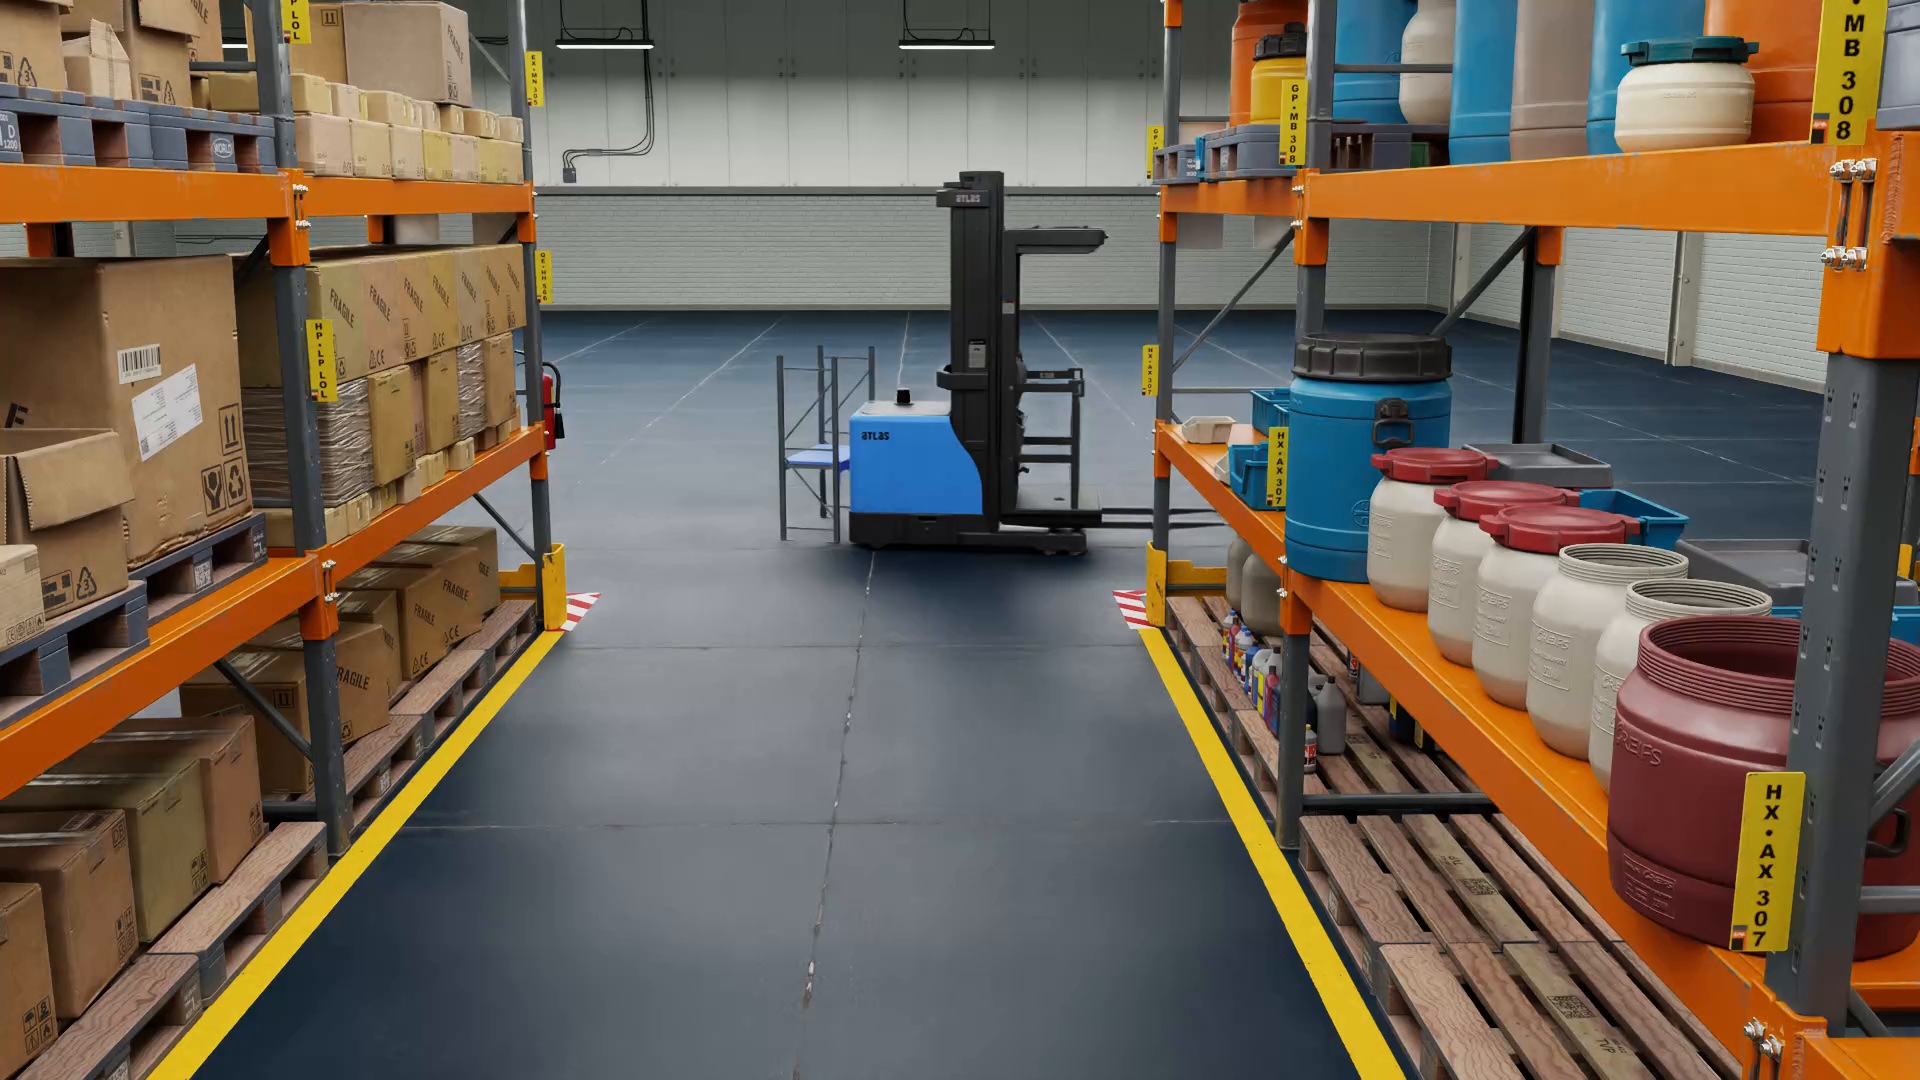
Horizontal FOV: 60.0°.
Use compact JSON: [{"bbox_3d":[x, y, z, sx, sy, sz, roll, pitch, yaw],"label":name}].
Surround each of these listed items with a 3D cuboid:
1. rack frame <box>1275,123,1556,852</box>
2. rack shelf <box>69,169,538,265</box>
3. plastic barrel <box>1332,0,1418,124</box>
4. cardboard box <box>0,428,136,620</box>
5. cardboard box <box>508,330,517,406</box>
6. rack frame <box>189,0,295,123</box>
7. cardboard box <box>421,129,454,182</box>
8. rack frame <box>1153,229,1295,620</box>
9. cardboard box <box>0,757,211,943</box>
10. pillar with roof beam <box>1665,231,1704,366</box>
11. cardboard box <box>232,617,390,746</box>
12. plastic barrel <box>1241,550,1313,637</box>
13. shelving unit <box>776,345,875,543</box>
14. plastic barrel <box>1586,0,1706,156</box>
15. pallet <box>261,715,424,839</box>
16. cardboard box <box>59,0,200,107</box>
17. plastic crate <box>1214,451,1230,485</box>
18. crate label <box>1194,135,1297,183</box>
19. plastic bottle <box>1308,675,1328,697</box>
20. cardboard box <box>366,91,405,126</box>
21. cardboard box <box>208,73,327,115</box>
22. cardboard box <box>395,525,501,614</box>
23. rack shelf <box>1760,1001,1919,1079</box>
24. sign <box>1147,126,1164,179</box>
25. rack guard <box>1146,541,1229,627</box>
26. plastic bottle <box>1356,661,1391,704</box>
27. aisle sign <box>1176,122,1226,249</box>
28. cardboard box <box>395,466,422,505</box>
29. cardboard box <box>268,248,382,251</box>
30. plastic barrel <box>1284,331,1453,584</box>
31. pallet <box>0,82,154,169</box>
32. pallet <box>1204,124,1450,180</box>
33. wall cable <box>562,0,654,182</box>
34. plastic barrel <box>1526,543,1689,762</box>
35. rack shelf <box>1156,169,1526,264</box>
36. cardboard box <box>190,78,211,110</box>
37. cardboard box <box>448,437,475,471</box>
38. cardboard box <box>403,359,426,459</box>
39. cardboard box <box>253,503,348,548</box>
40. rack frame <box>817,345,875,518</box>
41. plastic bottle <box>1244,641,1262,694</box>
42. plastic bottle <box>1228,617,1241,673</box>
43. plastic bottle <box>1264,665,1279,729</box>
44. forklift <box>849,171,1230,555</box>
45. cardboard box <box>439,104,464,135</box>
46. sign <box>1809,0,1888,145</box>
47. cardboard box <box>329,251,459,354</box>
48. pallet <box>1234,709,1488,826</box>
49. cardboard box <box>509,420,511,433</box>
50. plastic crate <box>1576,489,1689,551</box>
[{"bbox_3d":[1.858,-0.163,6.818,1.000,3.000,0.127,0,11,-1],"label":"rack frame"},{"bbox_3d":[-3.136,-1.658,8.451,1.077,0.370,4.000,0,11,-1],"label":"rack shelf"},{"bbox_3d":[1.944,-2.283,7.406,0.600,0.901,0.708,0,11,-1],"label":"plastic barrel"},{"bbox_3d":[-2.966,-0.055,4.969,0.797,0.503,0.637,1,12,5],"label":"cardboard box"},{"bbox_3d":[-3.193,-1.023,10.058,0.875,0.500,0.500,0,11,-1],"label":"cardboard box"},{"bbox_3d":[-3.094,-3.083,6.121,1.000,3.000,0.127,0,11,-1],"label":"rack frame"},{"bbox_3d":[-2.882,-1.938,8.402,0.500,0.250,0.500,0,11,-2],"label":"cardboard box"},{"bbox_3d":[1.775,-0.958,10.737,1.000,3.000,0.127,0,11,-1],"label":"rack frame"},{"bbox_3d":[-3.112,1.084,5.853,0.700,0.500,0.500,0,11,-2],"label":"cardboard box"},{"bbox_3d":[7.883,-7.364,27.223,9.100,9.000,0.400,0,11,-1],"label":"pillar with roof beam"},{"bbox_3d":[-3.082,0.683,7.878,0.500,0.500,0.500,4,12,17],"label":"cardboard box"},{"bbox_3d":[1.875,0.286,9.808,0.421,0.512,0.421,0,11,0],"label":"plastic barrel"},{"bbox_3d":[-1.095,-0.822,13.839,0.538,1.500,1.048,3,12,14],"label":"shelving unit"},{"bbox_3d":[2.112,-1.518,4.694,0.600,0.901,0.708,0,11,-1],"label":"plastic barrel"},{"bbox_3d":[-3.143,1.091,7.652,1.003,0.211,1.213,0,11,-1],"label":"pallet"},{"bbox_3d":[-3.184,-1.775,5.905,0.797,0.503,0.637,-1,11,-4],"label":"cardboard box"},{"bbox_3d":[1.571,-0.355,8.430,0.530,0.136,0.437,0,11,-1],"label":"plastic crate"},{"bbox_3d":[1.483,-1.982,8.613,0.502,0.251,0.408,0,11,-1],"label":"crate label"},{"bbox_3d":[1.700,0.786,7.886,0.152,0.276,0.135,0,11,-1],"label":"plastic bottle"},{"bbox_3d":[-2.817,-2.009,7.747,0.380,0.149,0.250,0,11,-2],"label":"cardboard box"},{"bbox_3d":[-2.793,-1.800,6.719,0.380,0.149,0.250,-1,11,-3],"label":"cardboard box"},{"bbox_3d":[-3.181,0.206,10.232,0.500,0.500,0.500,2,12,9],"label":"cardboard box"},{"bbox_3d":[1.982,1.382,1.011,1.077,0.370,4.000,0,11,-1],"label":"rack shelf"},{"bbox_3d":[1.225,-2.431,10.431,0.100,0.325,0.005,0,11,-1],"label":"sign"},{"bbox_3d":[1.824,0.282,10.912,1.175,0.500,0.348,0,11,-1],"label":"rack guard"},{"bbox_3d":[2.096,0.678,8.418,0.152,0.276,0.135,0,11,-1],"label":"plastic bottle"},{"bbox_3d":[1.481,-2.245,10.543,0.394,0.787,0.004,0,11,-1],"label":"aisle sign"},{"bbox_3d":[-2.802,-0.262,7.940,0.380,0.149,0.250,0,11,-1],"label":"cardboard box"},{"bbox_3d":[-3.423,-1.313,8.974,0.500,0.500,0.500,0,11,-1],"label":"cardboard box"},{"bbox_3d":[1.563,-0.331,6.383,0.600,0.901,0.708,0,11,-1],"label":"plastic barrel"},{"bbox_3d":[-3.163,-1.191,4.815,1.213,0.211,1.003,0,11,-1],"label":"pallet"},{"bbox_3d":[1.745,-1.683,7.244,1.213,0.211,1.003,0,11,-1],"label":"pallet"},{"bbox_3d":[-8.801,-11.931,41.182,2.305,6.003,0.169,0,11,-1],"label":"wall cable"},{"bbox_3d":[1.697,0.290,4.304,0.421,0.512,0.421,0,11,0],"label":"plastic barrel"},{"bbox_3d":[1.816,-1.678,8.551,1.077,0.370,4.000,0,11,-1],"label":"rack shelf"},{"bbox_3d":[-3.304,-1.851,6.971,0.380,0.149,0.250,0,11,-1],"label":"cardboard box"},{"bbox_3d":[-2.829,-0.461,8.919,0.380,0.149,0.250,0,11,-1],"label":"cardboard box"},{"bbox_3d":[-3.128,-0.626,8.099,0.875,0.500,0.500,0,11,-1],"label":"cardboard box"},{"bbox_3d":[-2.798,-0.063,6.959,0.380,0.149,0.250,0,11,-1],"label":"cardboard box"},{"bbox_3d":[-0.973,-0.920,14.322,0.500,1.500,0.032,3,12,14],"label":"rack frame"},{"bbox_3d":[1.514,0.653,8.550,0.097,0.271,0.097,0,11,0],"label":"plastic bottle"},{"bbox_3d":[1.487,0.564,8.959,0.061,0.283,0.133,0,11,0],"label":"plastic bottle"},{"bbox_3d":[1.507,0.755,8.016,0.061,0.283,0.133,1,11,3],"label":"plastic bottle"},{"bbox_3d":[0.658,-1.430,13.237,3.031,2.935,1.130,1,11,3],"label":"forklift"},{"bbox_3d":[-2.840,-2.217,8.773,0.380,0.149,0.250,-1,11,-4],"label":"cardboard box"},{"bbox_3d":[1.390,-0.783,2.593,0.100,0.325,0.005,0,11,-1],"label":"sign"},{"bbox_3d":[-2.892,-1.216,8.494,0.500,0.500,0.500,0,11,-1],"label":"cardboard box"},{"bbox_3d":[1.885,1.070,7.754,1.003,0.211,1.213,0,11,-1],"label":"pallet"},{"bbox_3d":[-2.960,-0.709,10.142,0.380,0.149,0.250,0,11,-1],"label":"cardboard box"},{"bbox_3d":[2.191,0.063,5.745,0.392,0.384,0.575,0,11,-1],"label":"plastic crate"}]
